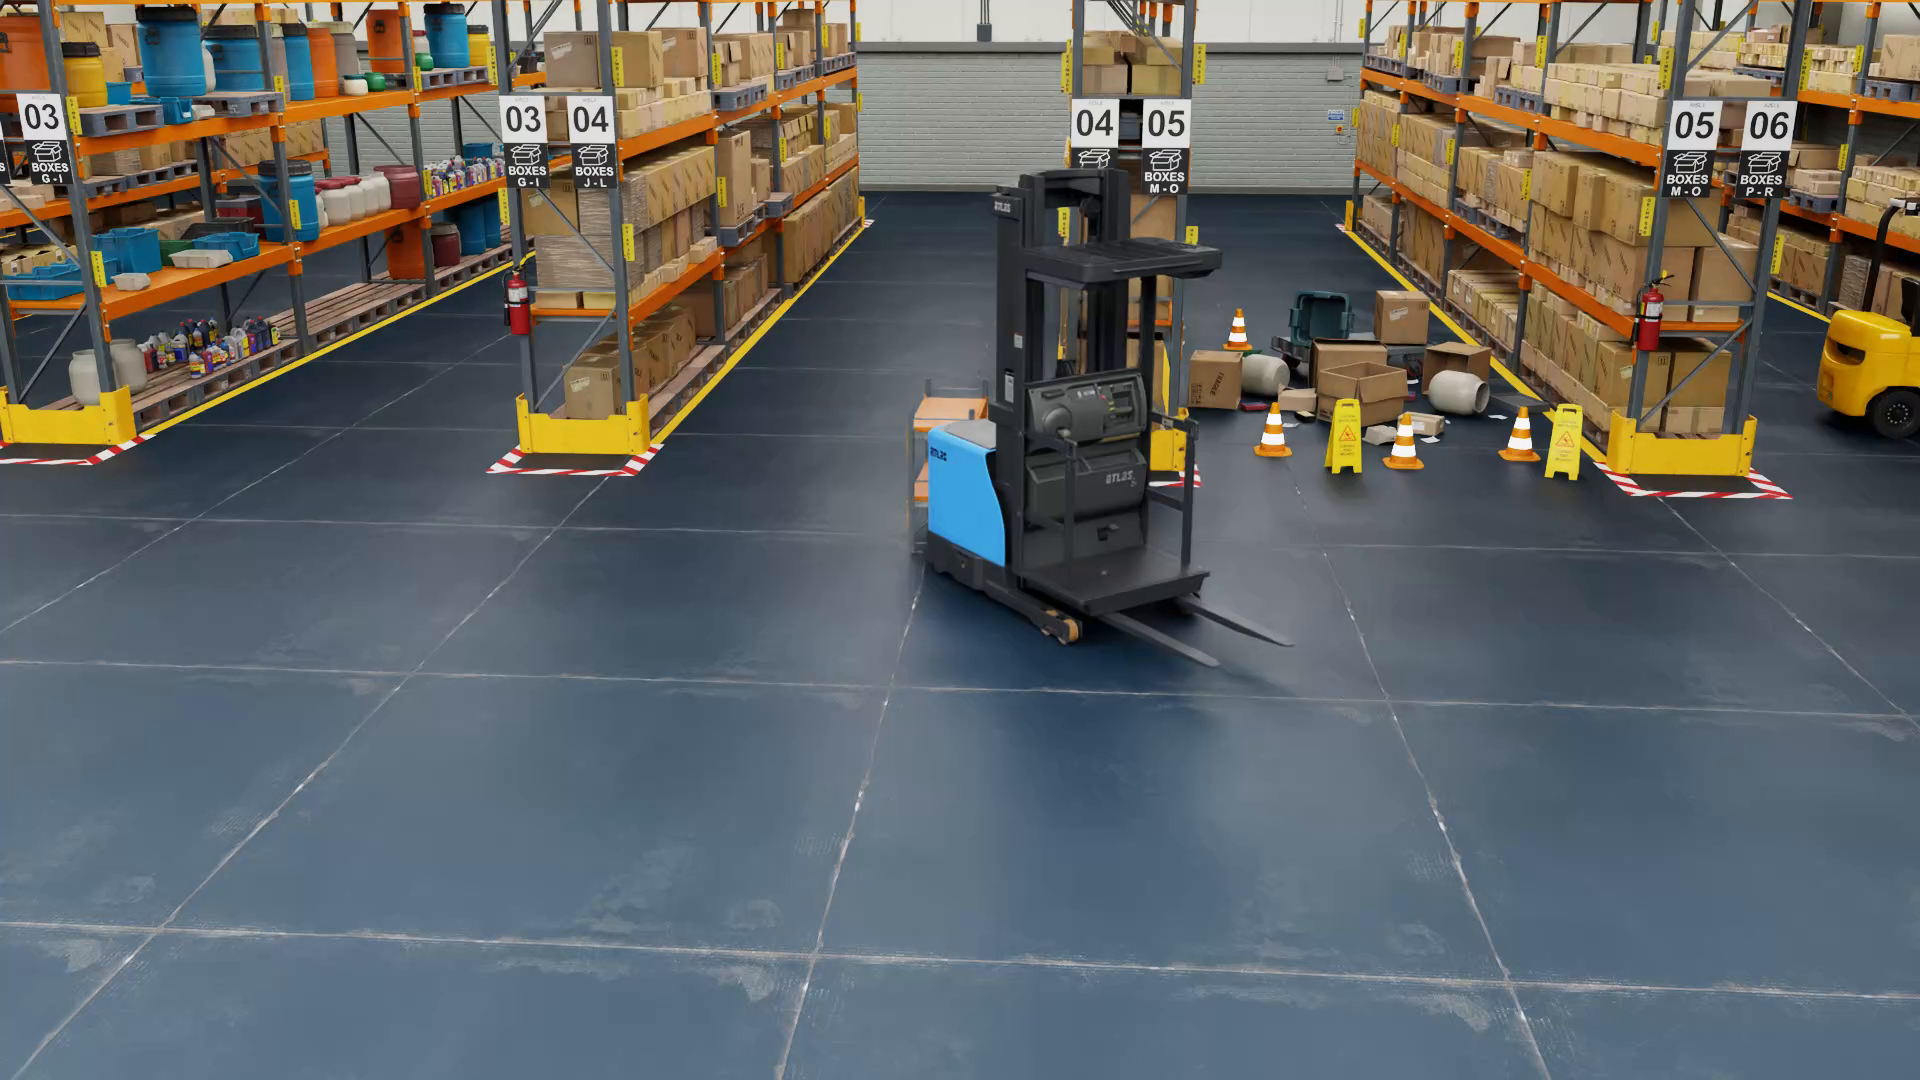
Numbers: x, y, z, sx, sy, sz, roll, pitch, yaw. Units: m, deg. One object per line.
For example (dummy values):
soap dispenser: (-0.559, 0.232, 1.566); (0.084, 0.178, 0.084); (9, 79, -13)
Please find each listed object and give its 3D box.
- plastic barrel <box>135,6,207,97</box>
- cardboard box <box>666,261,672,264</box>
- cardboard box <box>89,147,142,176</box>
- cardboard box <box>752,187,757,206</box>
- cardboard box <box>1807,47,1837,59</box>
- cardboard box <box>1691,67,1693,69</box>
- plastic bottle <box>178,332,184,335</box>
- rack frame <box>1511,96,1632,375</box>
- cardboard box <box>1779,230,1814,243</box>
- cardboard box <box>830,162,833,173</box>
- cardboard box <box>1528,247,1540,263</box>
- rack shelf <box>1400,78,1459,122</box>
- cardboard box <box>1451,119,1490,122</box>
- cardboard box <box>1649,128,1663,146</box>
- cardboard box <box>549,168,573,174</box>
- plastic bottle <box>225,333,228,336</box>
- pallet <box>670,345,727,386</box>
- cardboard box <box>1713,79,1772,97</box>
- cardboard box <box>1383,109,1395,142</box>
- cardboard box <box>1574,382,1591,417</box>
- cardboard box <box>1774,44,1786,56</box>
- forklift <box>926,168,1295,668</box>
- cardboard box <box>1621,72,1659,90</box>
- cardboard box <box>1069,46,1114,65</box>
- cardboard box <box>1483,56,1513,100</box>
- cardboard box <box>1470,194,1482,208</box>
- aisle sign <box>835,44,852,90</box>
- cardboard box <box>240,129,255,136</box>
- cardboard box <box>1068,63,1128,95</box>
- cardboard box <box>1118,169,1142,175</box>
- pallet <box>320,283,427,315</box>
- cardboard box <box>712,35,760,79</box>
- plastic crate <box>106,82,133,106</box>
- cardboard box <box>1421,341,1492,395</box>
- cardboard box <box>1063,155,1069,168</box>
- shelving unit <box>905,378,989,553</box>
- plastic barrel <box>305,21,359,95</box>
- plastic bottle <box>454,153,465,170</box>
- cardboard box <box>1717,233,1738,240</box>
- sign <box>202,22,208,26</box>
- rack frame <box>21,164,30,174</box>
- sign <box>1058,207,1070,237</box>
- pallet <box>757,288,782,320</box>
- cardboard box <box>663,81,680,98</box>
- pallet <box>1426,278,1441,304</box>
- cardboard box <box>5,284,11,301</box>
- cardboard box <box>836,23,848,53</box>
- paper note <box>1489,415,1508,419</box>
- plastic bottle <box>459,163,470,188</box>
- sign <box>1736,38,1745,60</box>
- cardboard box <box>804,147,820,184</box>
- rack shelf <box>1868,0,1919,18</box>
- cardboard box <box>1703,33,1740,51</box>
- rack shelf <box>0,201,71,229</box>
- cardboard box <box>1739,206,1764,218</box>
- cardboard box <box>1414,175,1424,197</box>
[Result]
plastic barrel: (-8.328, -5.160, 17.556); (0.600, 0.901, 0.708); (1, 18, 4)
cardboard box: (-3.148, -2.759, 16.928); (0.380, 0.149, 0.250); (1, 18, 4)
cardboard box: (-12.615, -5.682, 24.613); (0.700, 0.500, 0.500); (5, 19, 14)
cardboard box: (-2.773, -4.347, 20.914); (0.396, 0.266, 0.258); (1, 18, 2)
cardboard box: (11.735, -6.606, 22.571); (0.380, 0.149, 0.250); (1, 18, 4)
cardboard box: (12.025, -7.627, 26.969); (0.380, 0.149, 0.250); (1, 18, 4)
plastic bottle: (-8.608, -2.169, 18.402); (0.097, 0.271, 0.097); (0, 18, 0)
rack frame: (6.675, -3.272, 18.090); (1.000, 3.000, 0.127); (1, 18, 4)
cardboard box: (11.819, -4.295, 23.510); (0.380, 0.149, 0.250); (0, 18, 1)
cardboard box: (-2.264, -6.024, 26.894); (0.380, 0.149, 0.250); (1, 18, 2)
cardboard box: (6.333, -3.062, 17.853); (0.380, 0.149, 0.250); (1, 18, 4)
rack shelf: (7.105, -6.219, 23.422); (1.077, 0.370, 4.000); (1, 18, 4)
cardboard box: (7.381, -5.817, 24.091); (0.500, 0.500, 0.500); (2, 18, 6)
cardboard box: (6.135, -3.452, 14.228); (0.380, 0.149, 0.250); (1, 18, 4)
cardboard box: (-3.673, -3.246, 15.769); (0.500, 0.500, 0.500); (1, 18, 4)
plastic bottle: (-8.049, -2.150, 18.322); (0.061, 0.283, 0.133); (1, 18, 4)
pallet: (-3.222, -1.958, 18.561); (1.003, 0.211, 1.213); (1, 18, 4)
cardboard box: (6.617, -3.820, 14.070); (0.380, 0.149, 0.250); (1, 18, 4)
cardboard box: (7.051, -6.589, 26.448); (0.500, 0.500, 0.500); (1, 18, 3)
cardboard box: (6.223, -1.340, 15.937); (0.500, 0.250, 0.500); (1, 18, 4)
cardboard box: (11.780, -6.935, 23.543); (0.380, 0.149, 0.250); (2, 18, 5)
forklift: (0.970, -0.879, 10.898); (1.130, 2.935, 3.031); (-11, 21, -31)
cardboard box: (6.314, -4.219, 15.287); (0.380, 0.149, 0.250); (1, 18, 2)
cardboard box: (1.129, -4.153, 14.250); (0.380, 0.149, 0.250); (1, 18, 4)
cardboard box: (6.884, -5.693, 20.502); (0.700, 0.500, 0.500); (1, 18, 4)
cardboard box: (6.593, -4.241, 20.779); (0.380, 0.149, 0.250); (1, 18, 4)
aisle sign: (-2.045, -8.471, 29.783); (0.394, 0.787, 0.004); (1, 18, 4)
cardboard box: (-12.166, -7.023, 27.772); (0.500, 0.500, 0.500); (1, 18, 2)
cardboard box: (1.200, -4.009, 14.453); (0.500, 0.250, 0.500); (2, 18, 5)
cardboard box: (1.540, -3.319, 16.258); (0.875, 0.550, 0.500); (1, 18, 4)
pallet: (-7.957, -3.281, 22.597); (1.003, 0.211, 1.213); (1, 18, 4)
cardboard box: (-2.784, -5.979, 20.572); (0.500, 0.500, 0.500); (2, 18, 5)
plastic crate: (-8.600, -4.378, 16.675); (0.392, 0.384, 0.575); (1, 18, 4)
cardboard box: (5.241, -1.783, 17.556); (0.500, 0.500, 0.500); (17, 25, 41)
cardboard box: (1.595, -5.118, 22.500); (0.380, 0.149, 0.250); (1, 18, 2)
shelving unit: (-0.085, -0.590, 12.918); (0.538, 1.125, 1.048); (2, 18, 6)
plastic barrel: (-8.138, -6.259, 21.586); (0.600, 0.901, 0.600); (0, 18, 0)
plastic bottle: (-7.928, -5.950, 26.344); (0.144, 0.351, 0.185); (1, 18, 4)
cardboard box: (6.733, -2.520, 15.159); (0.500, 0.500, 0.500); (2, 18, 6)
sign: (-11.963, -8.047, 26.383); (0.100, 0.325, 0.005); (1, 18, 4)
rack frame: (-17.171, -7.552, 31.152); (1.000, 3.000, 0.127); (1, 18, 4)
sign: (0.904, -2.788, 14.374); (0.100, 0.325, 0.005); (1, 18, 4)
pallet: (-2.980, -3.167, 22.251); (1.003, 0.211, 1.213); (1, 18, 4)
cardboard box: (-3.034, -4.520, 16.682); (0.380, 0.149, 0.250); (2, 18, 6)
pallet: (7.093, -3.432, 23.058); (1.003, 0.211, 1.213); (1, 18, 4)
cardboard box: (-12.704, -3.205, 21.630); (0.500, 0.250, 0.500); (2, 18, 5)
cardboard box: (-2.333, -8.777, 29.080); (0.700, 0.500, 0.500); (0, 18, 1)
paper note: (5.393, -1.237, 16.650); (0.142, 0.019, 0.148); (-5, 19, -15)
plastic bottle: (-7.395, -5.430, 24.756); (0.144, 0.351, 0.185); (1, 18, 4)
sign: (11.658, -7.328, 24.821); (0.100, 0.325, 0.005); (1, 18, 4)
cardboard box: (-2.439, -5.720, 25.402); (0.500, 0.500, 0.500); (2, 18, 6)
rack shelf: (11.770, -6.102, 18.892); (1.077, 0.370, 4.000); (1, 18, 4)
cardboard box: (12.068, -7.857, 26.227); (0.500, 0.250, 0.500); (2, 18, 5)
rack shelf: (-12.947, -3.995, 21.452); (1.077, 0.370, 4.000); (1, 18, 4)
cardboard box: (11.938, -4.921, 24.944); (0.380, 0.149, 0.250); (0, 18, 1)
cardboard box: (6.820, -5.080, 23.849); (0.500, 0.250, 0.500); (1, 18, 3)
